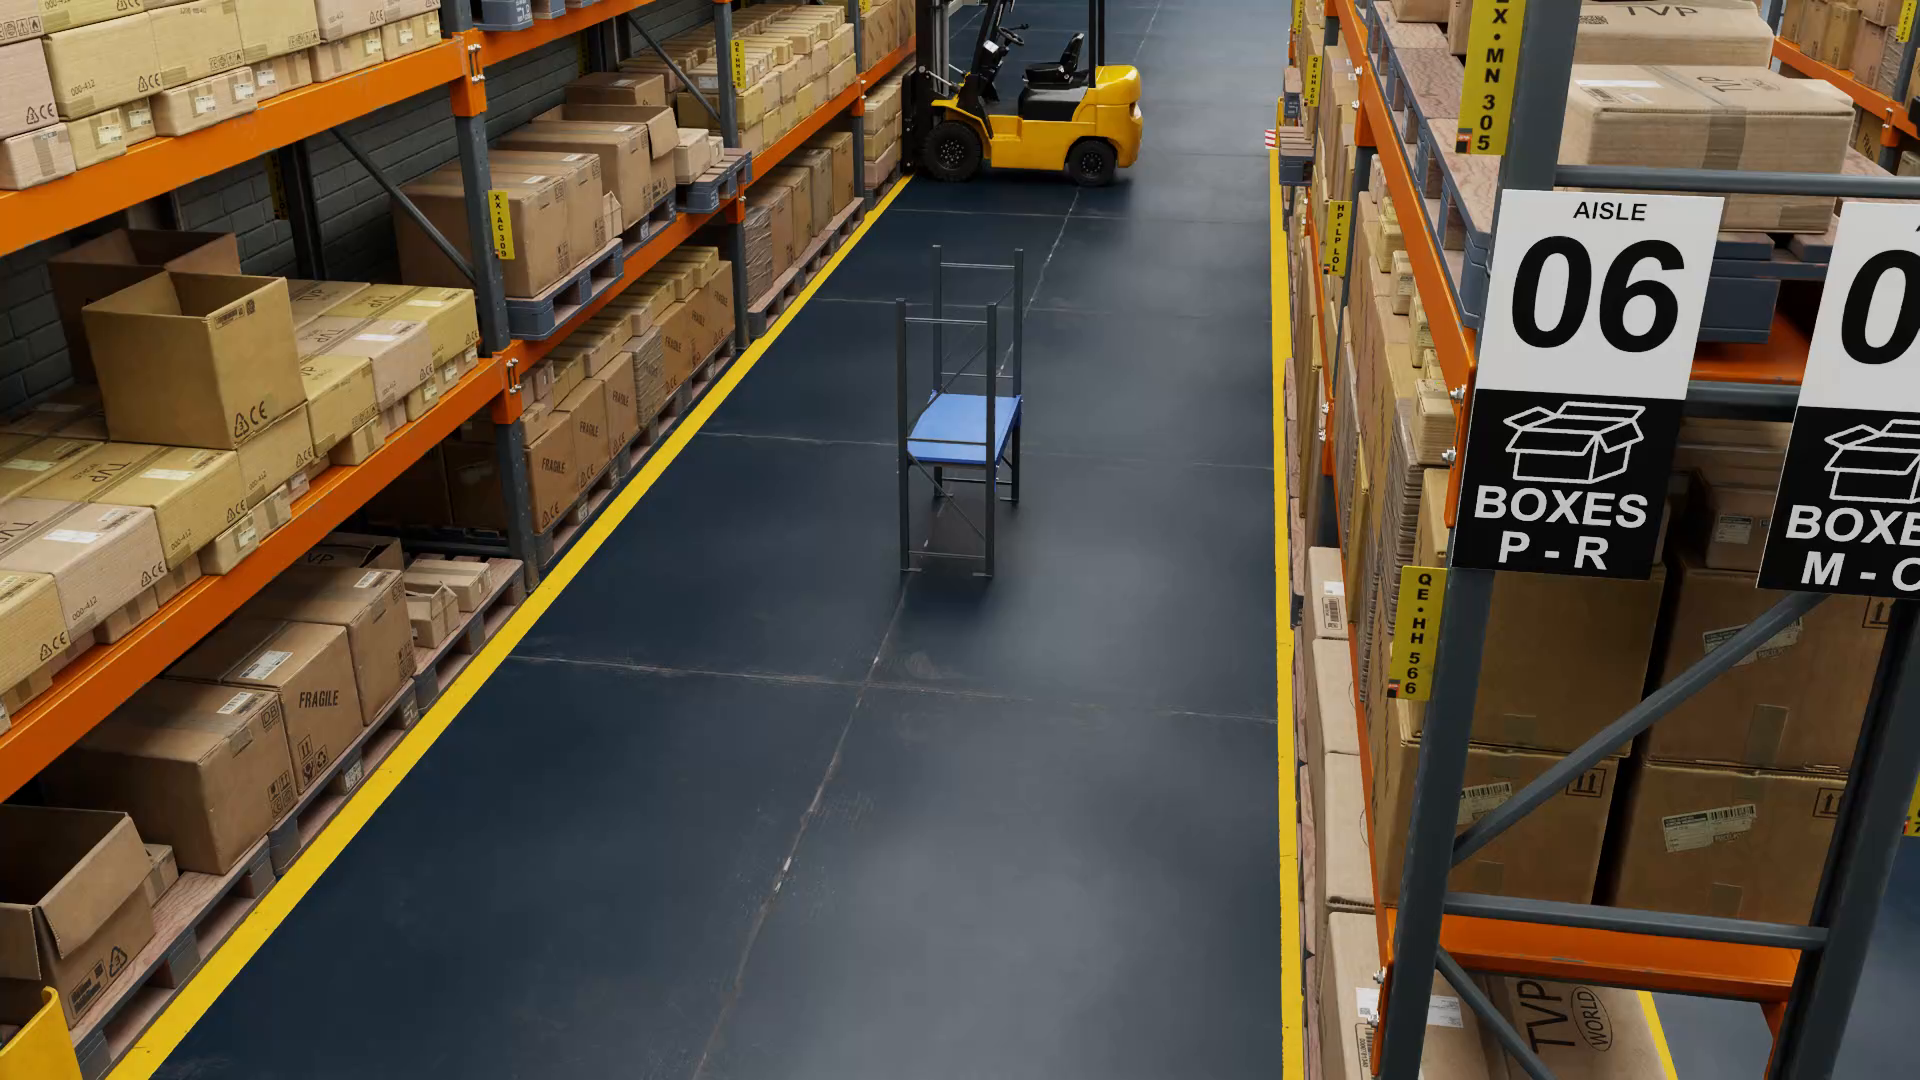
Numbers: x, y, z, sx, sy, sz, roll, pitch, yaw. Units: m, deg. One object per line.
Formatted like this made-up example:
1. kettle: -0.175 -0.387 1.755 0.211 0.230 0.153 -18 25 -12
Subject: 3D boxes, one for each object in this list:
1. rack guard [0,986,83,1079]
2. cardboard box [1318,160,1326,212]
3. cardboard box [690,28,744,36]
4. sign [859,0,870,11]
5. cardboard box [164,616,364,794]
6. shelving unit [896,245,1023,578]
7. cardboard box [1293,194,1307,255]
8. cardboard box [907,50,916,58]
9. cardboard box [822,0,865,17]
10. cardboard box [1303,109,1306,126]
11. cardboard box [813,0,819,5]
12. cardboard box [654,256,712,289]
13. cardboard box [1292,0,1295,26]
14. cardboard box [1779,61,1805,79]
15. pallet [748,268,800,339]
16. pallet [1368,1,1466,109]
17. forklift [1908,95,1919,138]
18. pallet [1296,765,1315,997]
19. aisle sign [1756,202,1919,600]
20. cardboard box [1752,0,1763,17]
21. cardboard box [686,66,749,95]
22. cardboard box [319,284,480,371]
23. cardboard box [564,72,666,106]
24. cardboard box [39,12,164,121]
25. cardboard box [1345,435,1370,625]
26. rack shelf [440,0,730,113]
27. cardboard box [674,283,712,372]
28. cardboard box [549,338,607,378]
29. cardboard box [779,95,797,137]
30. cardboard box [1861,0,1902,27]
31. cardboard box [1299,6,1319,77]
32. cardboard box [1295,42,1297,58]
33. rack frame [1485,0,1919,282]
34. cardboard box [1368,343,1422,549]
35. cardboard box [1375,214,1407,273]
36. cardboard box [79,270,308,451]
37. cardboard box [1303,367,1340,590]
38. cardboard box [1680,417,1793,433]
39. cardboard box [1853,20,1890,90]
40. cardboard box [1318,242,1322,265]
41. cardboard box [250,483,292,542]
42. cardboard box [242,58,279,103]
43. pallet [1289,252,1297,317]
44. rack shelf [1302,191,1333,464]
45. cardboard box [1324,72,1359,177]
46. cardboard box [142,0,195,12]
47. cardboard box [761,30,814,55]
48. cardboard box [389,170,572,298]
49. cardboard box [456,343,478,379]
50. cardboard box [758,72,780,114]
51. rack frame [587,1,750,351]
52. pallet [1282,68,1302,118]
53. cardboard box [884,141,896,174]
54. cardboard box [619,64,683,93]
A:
1. rack guard: -3.354 1.640 5.158 1.175 0.500 0.348 4 25 9
2. cardboard box: 2.333 -2.004 9.581 0.500 0.250 0.500 4 25 8
3. cardboard box: -1.969 -4.052 13.486 0.380 0.149 0.250 4 25 9
4. sign: -0.868 -4.935 14.982 0.100 0.325 0.005 4 25 9
5. cardboard box: -2.810 0.663 6.749 0.500 0.500 0.500 4 25 9
6. shelving unit: 0.014 -0.715 9.008 0.538 1.500 1.048 4 25 9
7. cardboard box: 3.295 -2.617 13.907 0.950 0.372 0.625 6 26 12
8. cardboard box: -0.519 -5.336 18.680 0.500 0.250 0.500 5 26 10
9. cardboard box: -1.094 -4.934 15.369 0.380 0.149 0.250 4 25 8
10. cardboard box: 2.679 -3.024 11.974 0.380 0.149 0.250 3 25 6
11. cardboard box: -1.548 -5.188 15.912 0.380 0.149 0.250 5 25 10
12. cardboard box: -1.904 -1.818 11.284 0.380 0.149 0.250 3 25 6
13. cardboard box: 3.714 -5.594 17.195 0.500 0.500 0.500 5 26 10
14. cardboard box: 9.000 -4.449 17.228 0.875 0.875 0.875 4 25 9
15. pallet: -1.886 -1.885 13.029 1.003 0.211 1.213 4 25 9
16. pallet: 2.041 -1.768 6.056 1.003 0.211 1.213 4 25 9
17. forklift: 4.924 -0.935 7.790 1.130 2.935 3.031 6 26 12
18. pallet: 1.786 1.296 6.232 1.003 0.211 1.213 4 25 9
19. aisle sign: 1.806 -0.246 3.170 0.394 0.787 0.004 4 25 9
20. cardboard box: 2.009 -1.591 4.840 0.500 0.500 0.500 4 25 9
21. cardboard box: -1.716 -3.259 11.790 0.380 0.149 0.250 5 26 10
22. cardboard box: -2.555 -0.971 7.611 0.500 0.250 0.500 5 25 10
23. cardboard box: -2.297 -2.838 11.161 0.500 0.500 0.500 5 26 11
24. cardboard box: -2.865 -1.480 5.161 0.500 0.250 0.500 3 25 7
25. cardboard box: 1.592 -0.025 5.648 0.500 0.500 0.500 5 26 10
26. rack shelf: -2.386 -3.003 9.437 1.077 0.370 4.000 4 25 9
27. cardboard box: -2.008 -1.464 11.293 0.500 0.500 0.500 4 25 8
28. cardboard box: -2.283 -1.064 9.673 0.380 0.149 0.250 4 25 8
29. cardboard box: -1.581 -3.333 13.010 0.500 0.250 0.500 3 25 7
30. cardboard box: 8.462 -4.784 14.481 0.875 0.550 0.550 4 25 9
31. cardboard box: 2.957 -3.916 13.113 0.500 0.500 0.500 4 25 8
32. cardboard box: 3.485 -4.819 16.304 0.380 0.149 0.250 4 25 9
33. rack frame: 1.531 -1.836 2.557 1.000 3.000 0.127 4 25 9
34. cardboard box: 1.516 -0.262 4.974 0.500 0.500 0.500 4 25 8
35. cardboard box: 1.678 -1.042 5.876 0.380 0.149 0.250 3 25 7
36. cardboard box: -2.782 -0.666 6.075 0.500 0.500 0.500 5 25 10
37. cardboard box: 2.207 -0.284 8.330 0.875 0.875 0.875 5 26 10
38. cardboard box: 1.991 -0.255 4.194 0.380 0.149 0.250 5 26 10
39. cardboard box: 8.508 -4.291 14.703 0.875 0.550 0.550 4 25 9
40. cardboard box: 2.353 -1.774 9.679 0.500 0.250 0.500 5 26 10
41. cardboard box: -2.759 -0.112 6.248 0.380 0.149 0.250 5 25 10
42. cardboard box: -2.728 -1.676 6.050 0.380 0.149 0.250 4 25 9
43. pallet: 3.170 -2.037 13.353 1.003 0.211 1.213 4 25 9
44. rack shelf: 2.512 -1.302 9.342 1.077 0.370 4.000 4 25 9
45. cardboard box: 2.346 -2.350 9.434 0.500 0.500 0.500 5 25 10
46. cardboard box: -2.802 -1.917 5.505 0.500 0.250 0.500 5 25 10
47. cardboard box: -1.388 -4.008 13.391 0.380 0.149 0.250 3 25 7
48. cardboard box: -2.413 -1.556 8.423 0.700 0.500 0.500 5 25 10
49. cardboard box: -2.516 -0.869 7.865 0.380 0.149 0.250 4 25 9
50. cardboard box: -1.662 -3.343 12.441 0.500 0.250 0.500 5 26 10
51. rack frame: -2.059 -2.807 11.708 1.000 3.000 0.127 4 25 9
52. pallet: 3.224 -3.741 13.930 1.003 0.211 1.213 4 25 9
53. cardboard box: -0.932 -3.817 16.615 0.500 0.250 0.500 3 25 7
54. cardboard box: -2.205 -3.296 11.870 0.380 0.149 0.250 5 26 10
